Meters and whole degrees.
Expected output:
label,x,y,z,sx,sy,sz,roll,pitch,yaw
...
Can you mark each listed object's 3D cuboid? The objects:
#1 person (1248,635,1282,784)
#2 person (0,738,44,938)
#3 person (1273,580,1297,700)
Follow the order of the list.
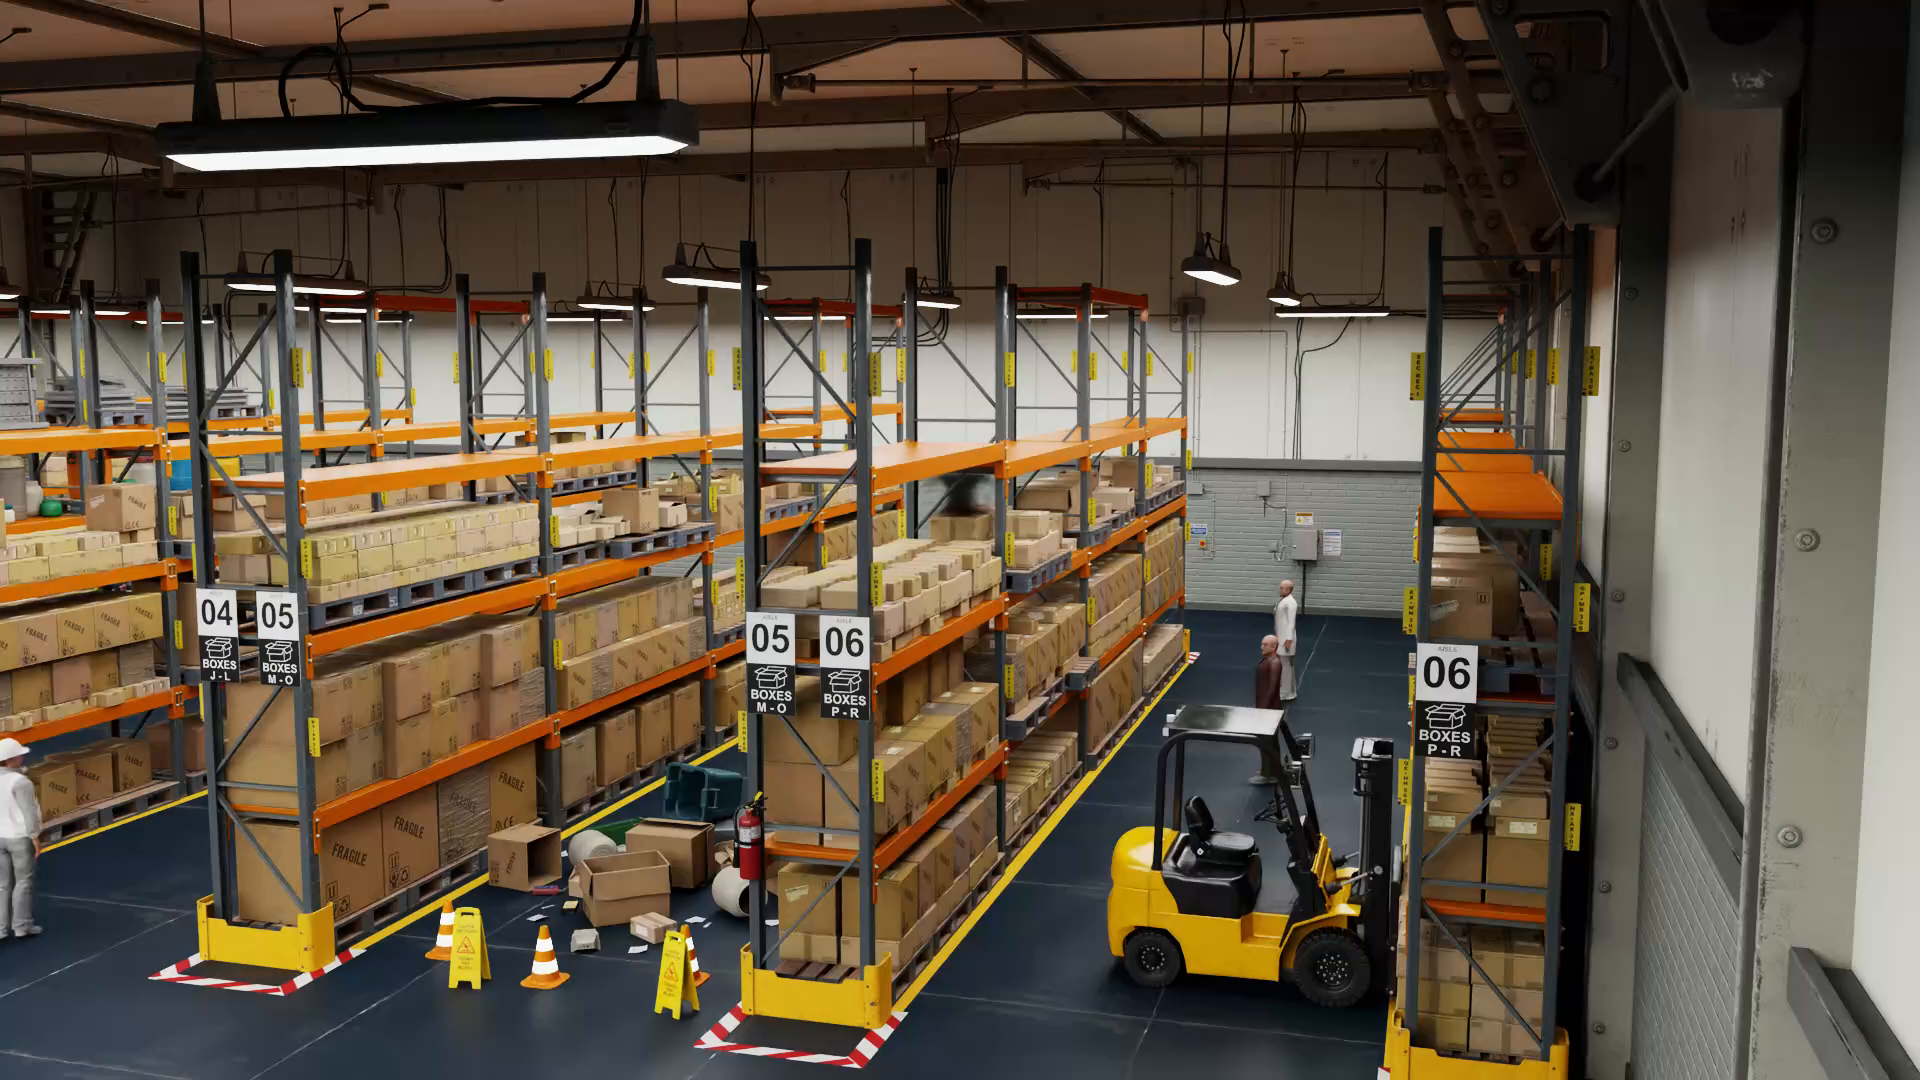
label,x,y,z,sx,sy,sz,roll,pitch,yaw
person,3.700,2.033,20.042,0.386,1.779,0.613,2,7,14
person,-8.409,2.646,14.764,0.589,1.804,0.393,1,7,12
person,4.858,1.487,24.920,0.421,1.784,0.670,0,6,4
